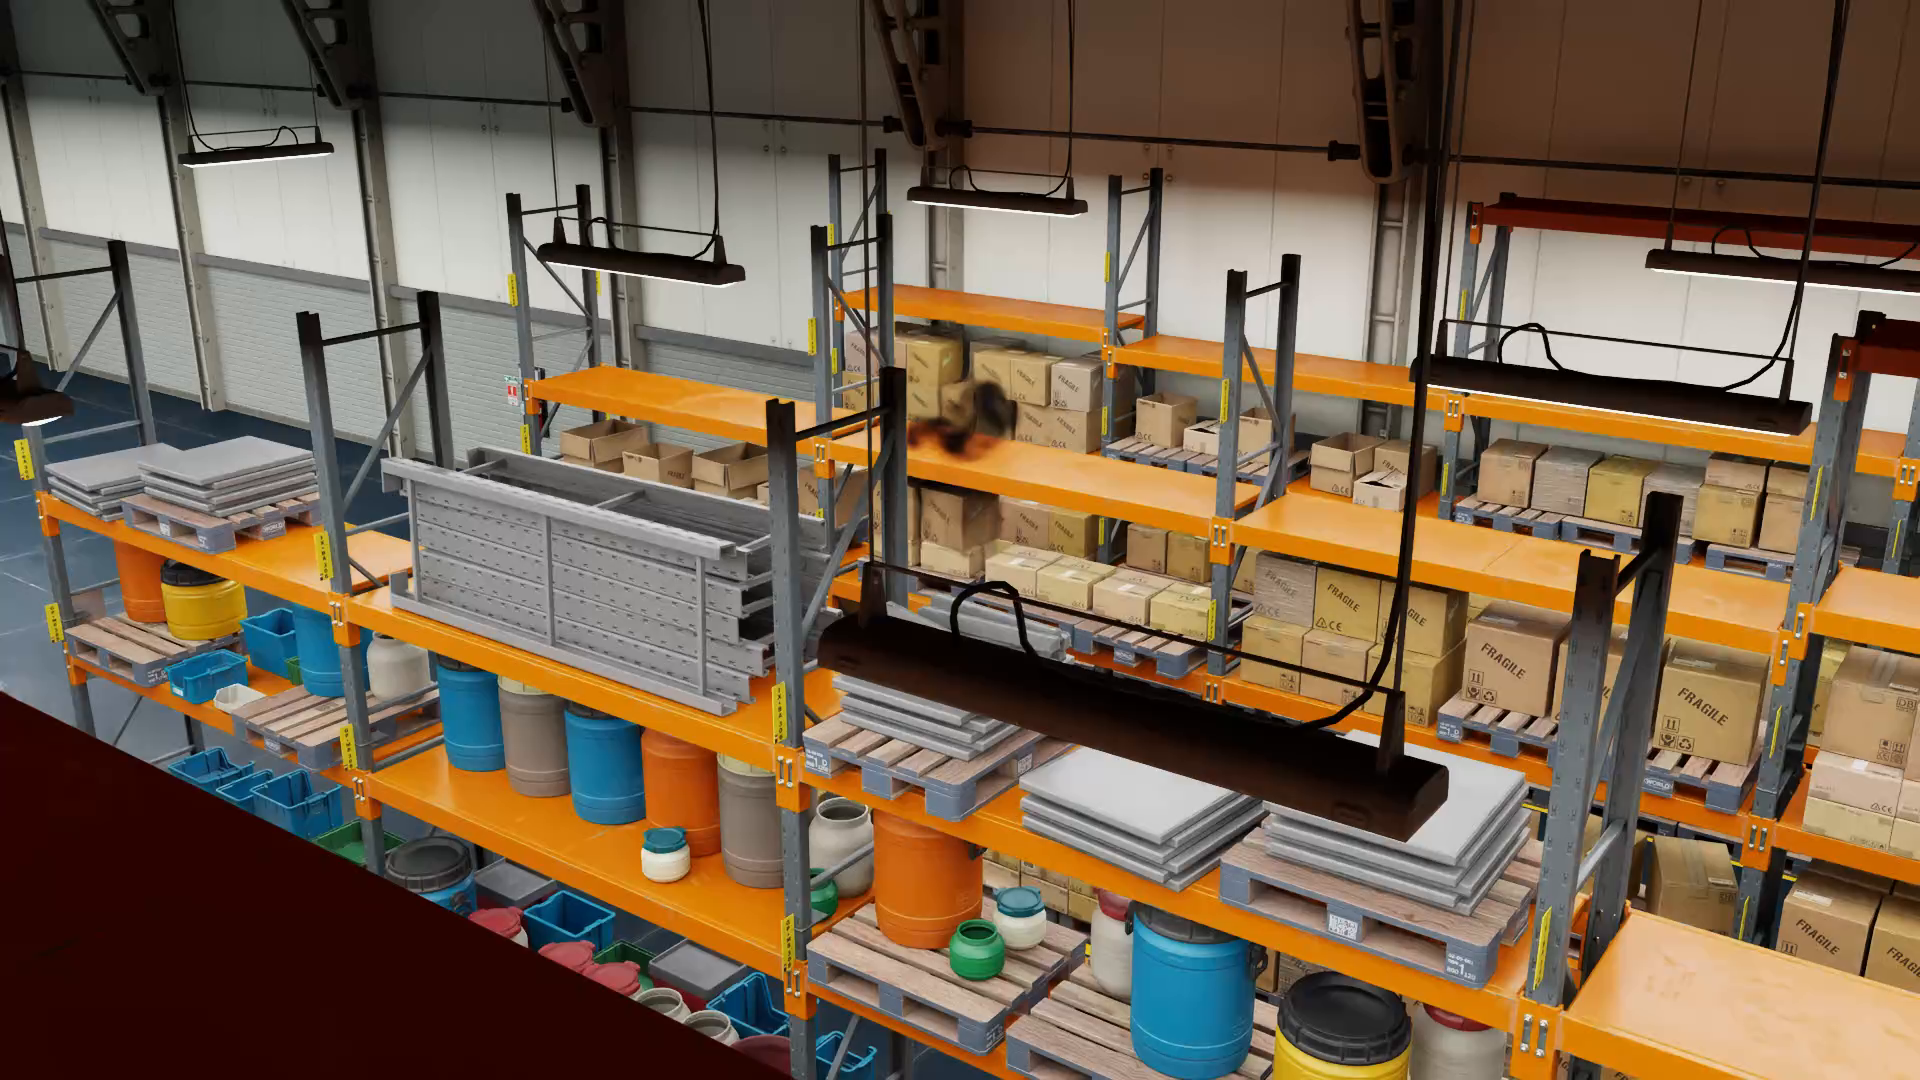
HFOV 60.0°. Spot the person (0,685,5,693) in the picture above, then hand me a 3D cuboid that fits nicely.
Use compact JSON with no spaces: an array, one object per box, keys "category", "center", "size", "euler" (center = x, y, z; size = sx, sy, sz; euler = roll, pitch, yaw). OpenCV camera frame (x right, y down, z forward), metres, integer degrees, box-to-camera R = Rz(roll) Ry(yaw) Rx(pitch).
[{"category":"person","center":[-9.579,2.011,16.351],"size":[0.849,1.812,0.679],"euler":[-7,20,-21]}]
